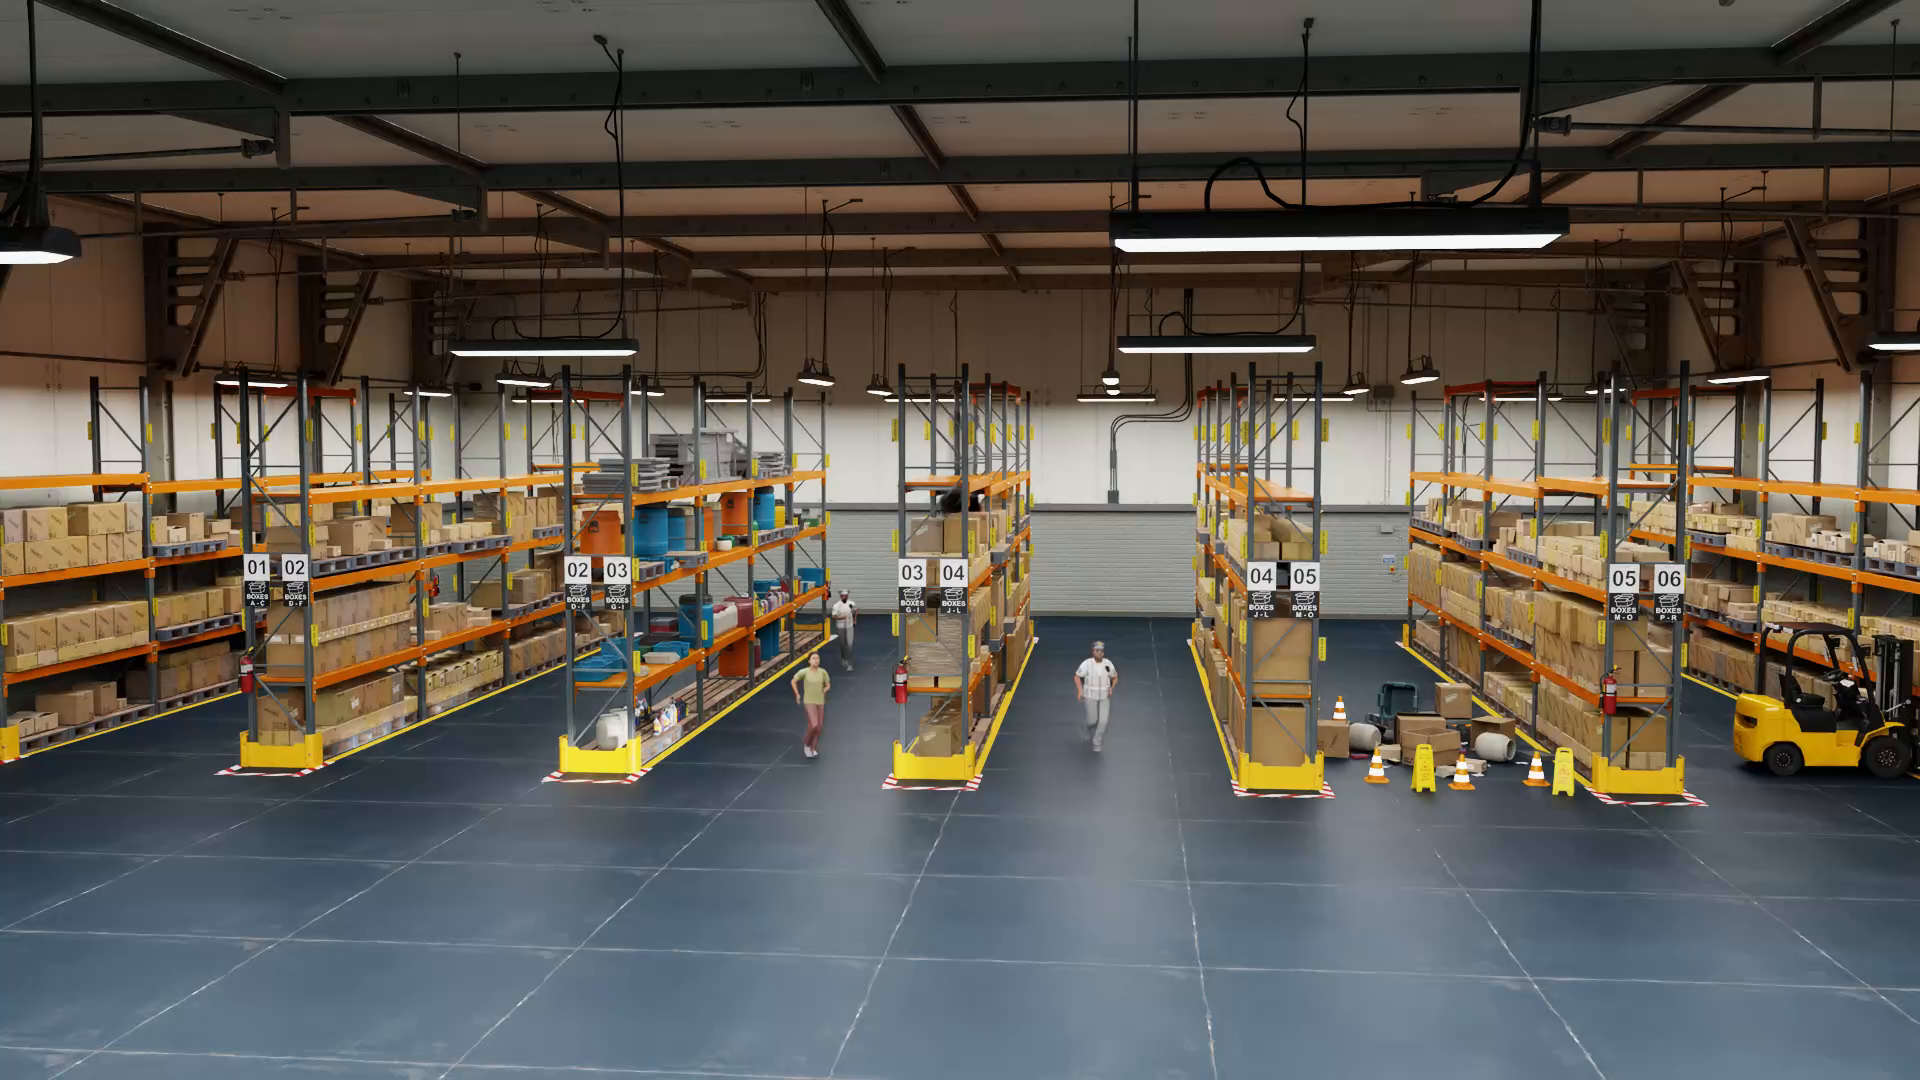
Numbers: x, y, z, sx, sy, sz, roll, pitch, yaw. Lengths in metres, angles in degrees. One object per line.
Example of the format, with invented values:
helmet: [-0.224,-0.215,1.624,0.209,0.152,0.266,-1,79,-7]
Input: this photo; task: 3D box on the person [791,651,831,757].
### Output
person: [-2.242,2.525,25.552,0.558,1.634,0.620,-2,4,-28]

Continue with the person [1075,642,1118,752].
person: [2.171,2.463,26.233,0.677,1.732,0.604,0,4,-7]

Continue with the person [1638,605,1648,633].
person: [13.120,2.115,32.284,0.508,1.679,0.810,0,4,0]

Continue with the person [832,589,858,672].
person: [-2.437,1.895,35.239,0.553,1.756,0.778,0,4,-4]
